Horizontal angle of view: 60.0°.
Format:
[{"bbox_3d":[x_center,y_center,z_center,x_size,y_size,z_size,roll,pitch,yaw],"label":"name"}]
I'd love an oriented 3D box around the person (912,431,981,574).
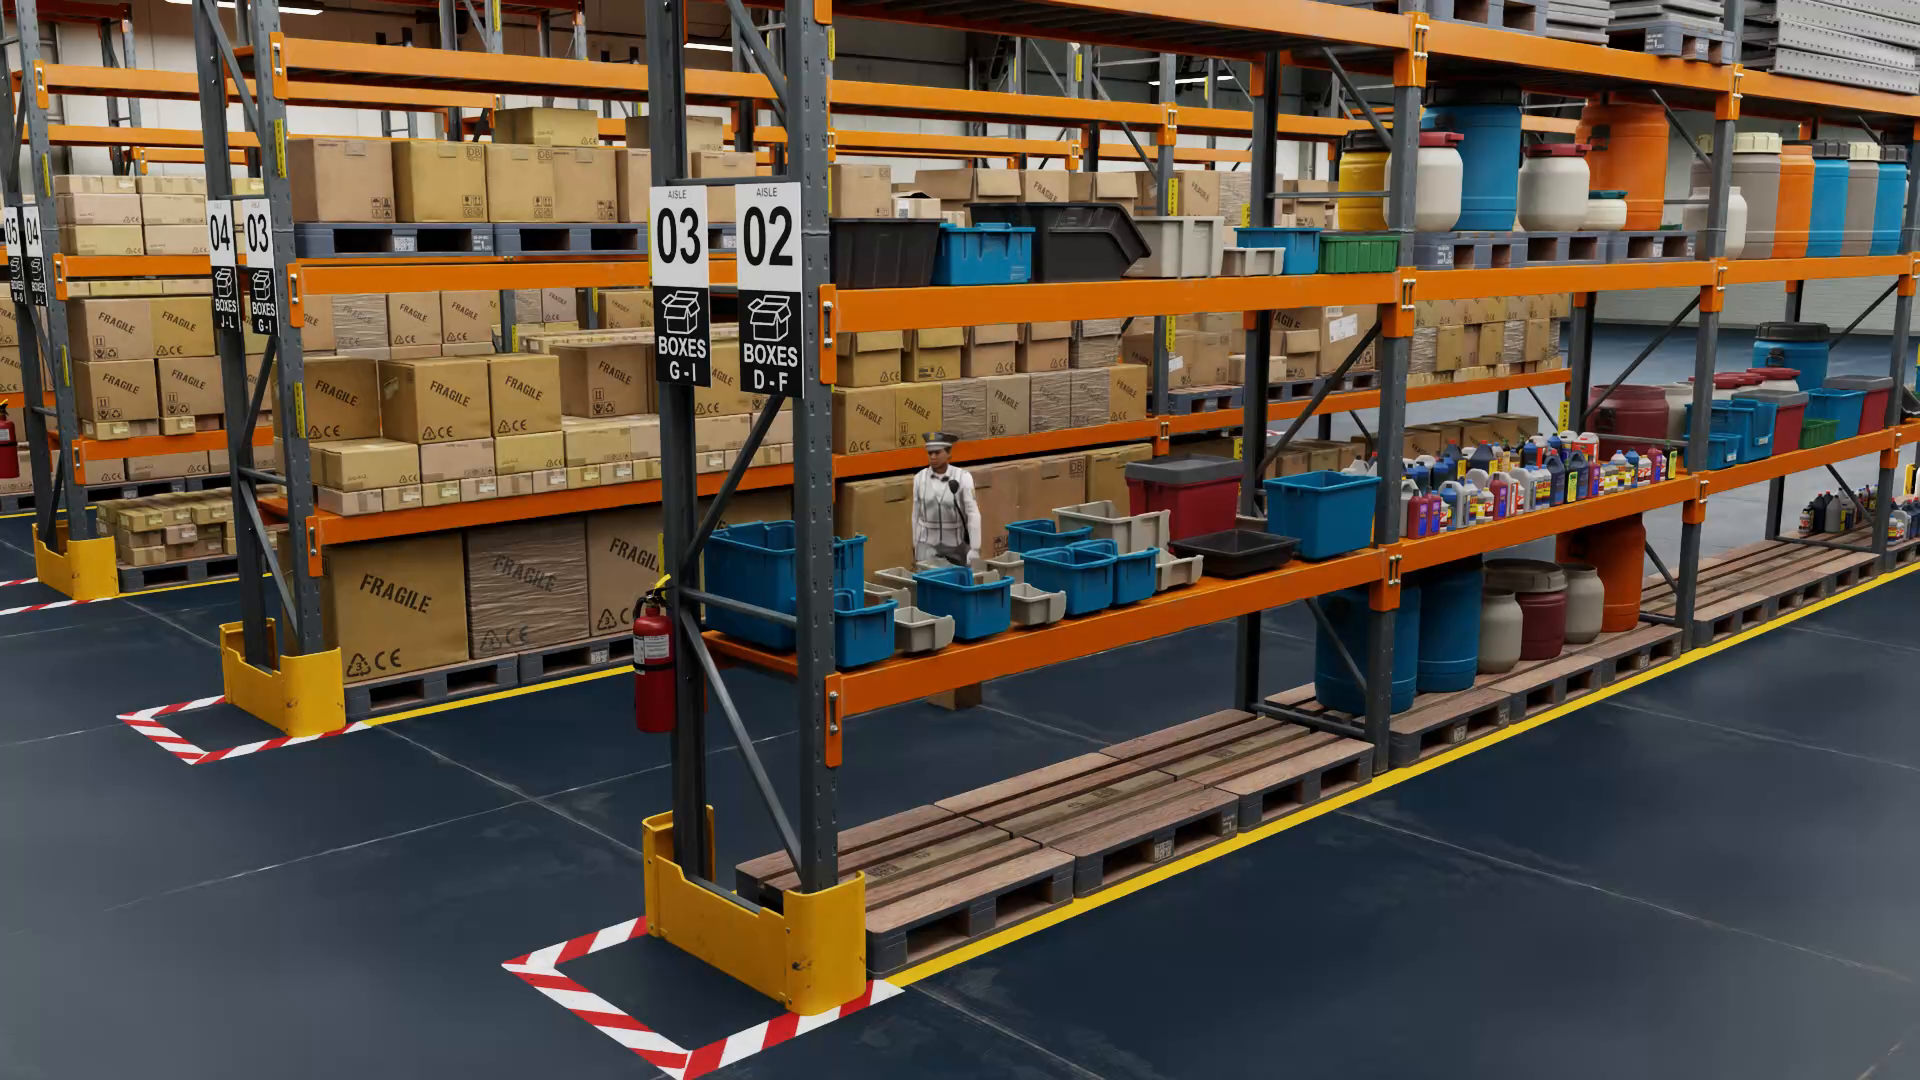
[{"bbox_3d":[-0.053,0.022,11.789,0.581,1.639,0.943,1,11,3],"label":"person"}]
